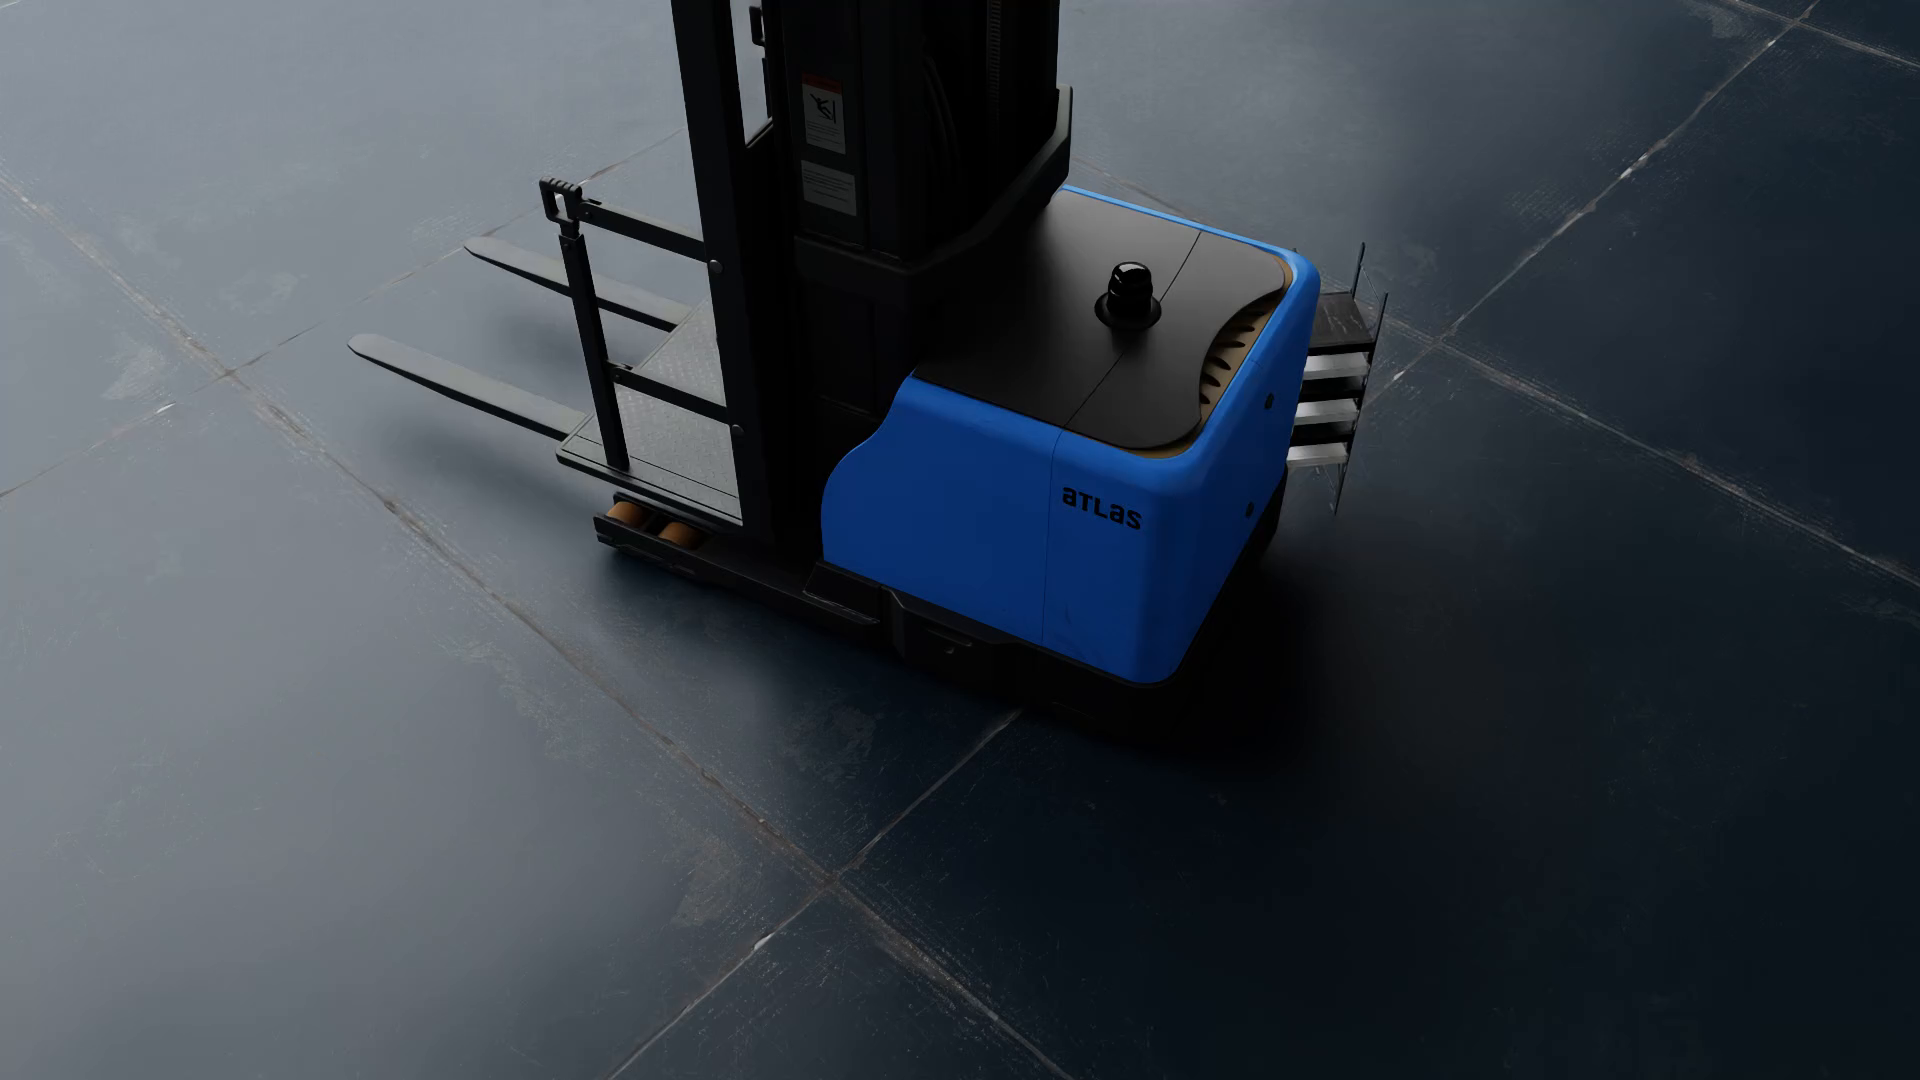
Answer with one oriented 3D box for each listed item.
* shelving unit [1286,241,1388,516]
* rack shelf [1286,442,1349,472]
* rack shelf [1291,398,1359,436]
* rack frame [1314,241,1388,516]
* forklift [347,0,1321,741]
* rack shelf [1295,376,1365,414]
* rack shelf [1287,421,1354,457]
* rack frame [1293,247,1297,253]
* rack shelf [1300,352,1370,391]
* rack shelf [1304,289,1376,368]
[{"bbox_3d":[1.084,-0.463,5.067,0.210,0.900,0.258,-5,47,-5],"label":"shelving unit"},{"bbox_3d":[1.084,-0.317,5.223,0.200,0.077,0.258,-5,47,-5],"label":"rack shelf"},{"bbox_3d":[1.084,-0.440,5.092,0.200,0.077,0.258,-5,47,-5],"label":"rack shelf"},{"bbox_3d":[1.185,-0.472,5.076,0.006,0.900,0.240,-5,47,-5],"label":"rack frame"},{"bbox_3d":[-0.556,-1.214,4.379,3.031,2.935,1.130,21,50,18],"label":"forklift"},{"bbox_3d":[1.084,-0.502,5.026,0.200,0.077,0.258,-5,47,-5],"label":"rack shelf"},{"bbox_3d":[1.084,-0.379,5.157,0.200,0.077,0.258,-5,47,-5],"label":"rack shelf"},{"bbox_3d":[0.983,-0.453,5.059,0.006,0.900,0.240,-5,47,-5],"label":"rack frame"},{"bbox_3d":[1.084,-0.563,4.961,0.200,0.077,0.258,-5,47,-5],"label":"rack shelf"},{"bbox_3d":[1.084,-0.625,4.895,0.200,0.077,0.258,-5,47,-5],"label":"rack shelf"}]
